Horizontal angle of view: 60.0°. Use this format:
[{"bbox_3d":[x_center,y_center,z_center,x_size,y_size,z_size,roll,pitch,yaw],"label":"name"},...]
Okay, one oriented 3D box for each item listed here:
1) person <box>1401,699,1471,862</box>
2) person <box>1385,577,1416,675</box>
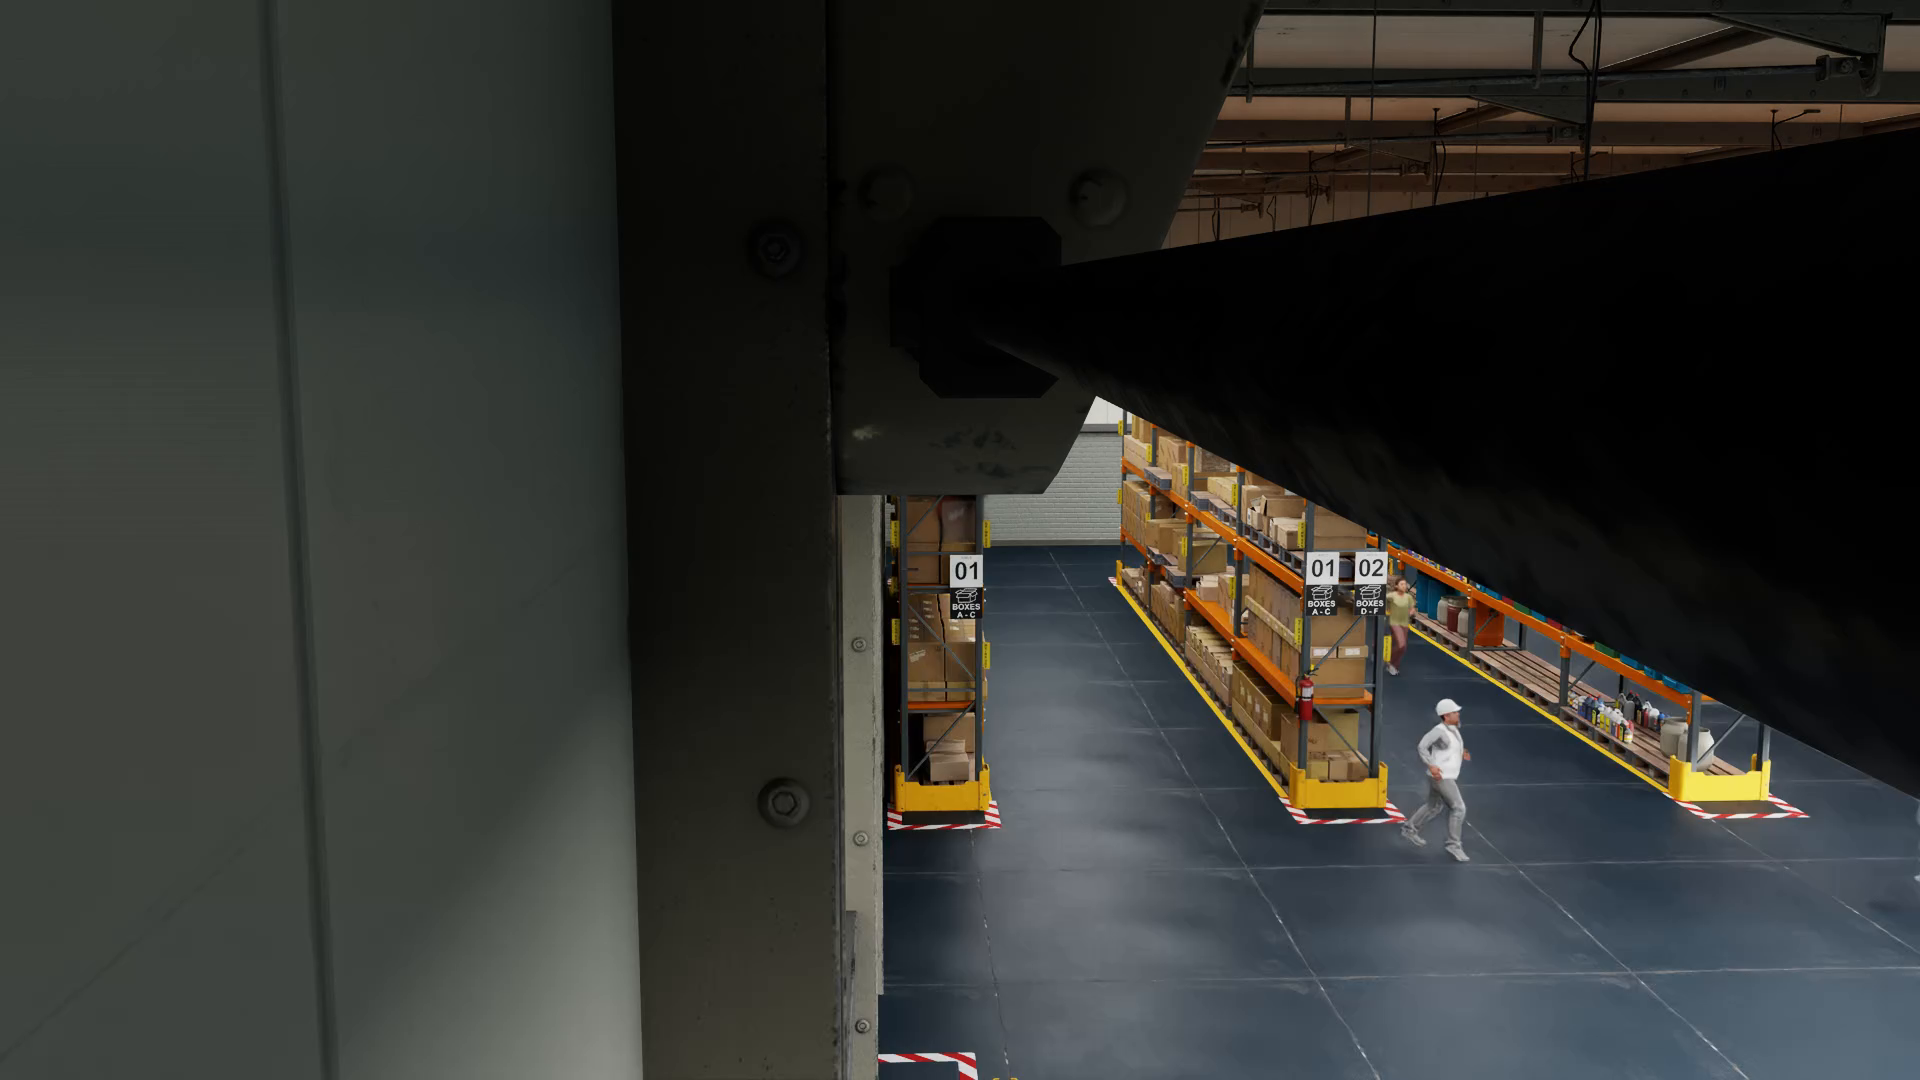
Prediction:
[{"bbox_3d":[5.443,2.694,18.886,0.784,1.831,0.653,4,9,23],"label":"person"},{"bbox_3d":[7.304,1.434,27.642,0.565,1.639,0.599,-3,9,-19],"label":"person"}]
